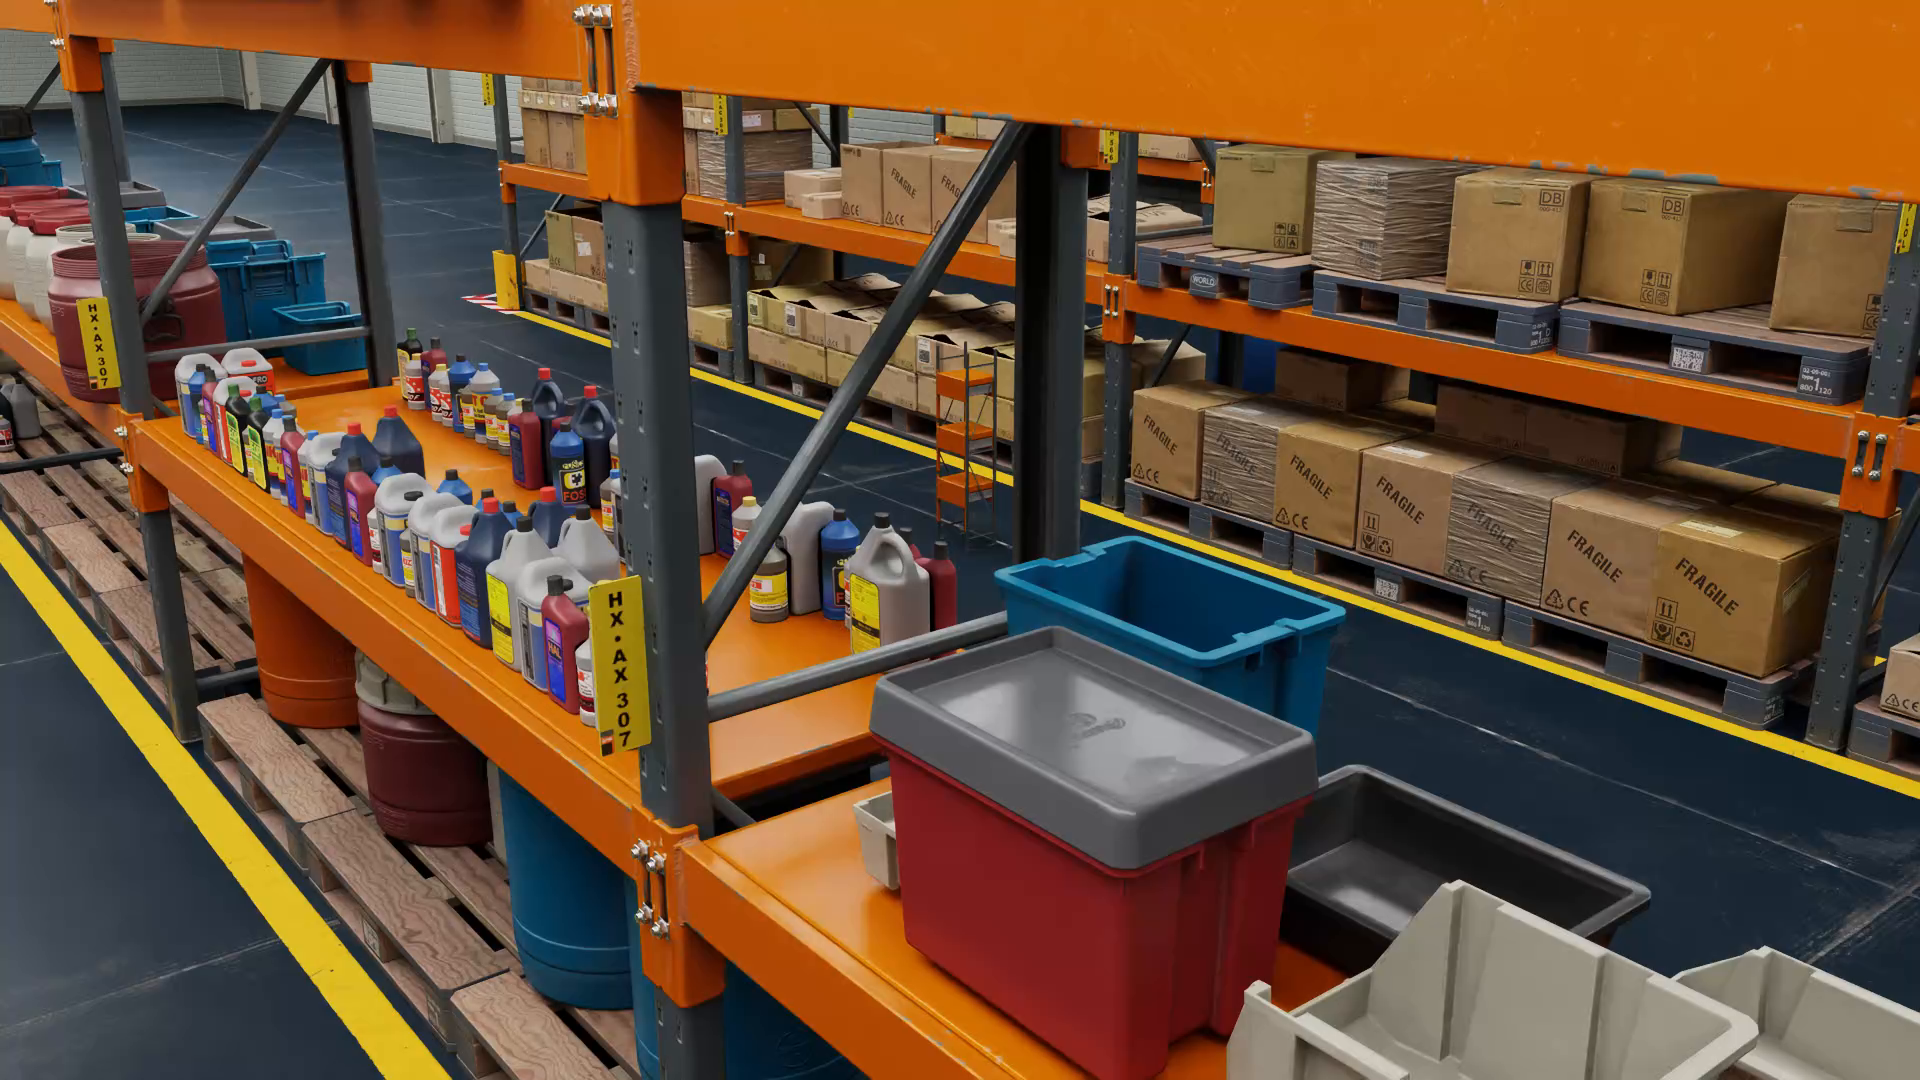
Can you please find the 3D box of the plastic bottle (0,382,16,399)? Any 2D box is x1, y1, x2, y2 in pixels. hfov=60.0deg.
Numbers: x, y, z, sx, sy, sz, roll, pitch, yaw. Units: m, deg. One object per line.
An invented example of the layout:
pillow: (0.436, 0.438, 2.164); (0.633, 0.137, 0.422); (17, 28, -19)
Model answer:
plastic bottle: (-5.785, -0.821, 10.204); (0.152, 0.276, 0.135); (-14, 23, -36)

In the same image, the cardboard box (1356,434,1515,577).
cardboard box: (2.252, -0.175, 7.896); (0.500, 0.500, 0.500); (-15, 23, -38)

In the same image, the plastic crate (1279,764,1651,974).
plastic crate: (0.732, 0.576, 2.693); (0.437, 0.125, 0.590); (-14, 23, -36)

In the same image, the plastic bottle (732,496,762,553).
plastic bottle: (-0.561, -0.015, 4.453); (0.097, 0.201, 0.097); (0, 18, 0)

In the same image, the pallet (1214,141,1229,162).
pallet: (2.986, -3.346, 14.502); (1.003, 0.211, 1.213); (-14, 23, -36)

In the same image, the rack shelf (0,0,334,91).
rack shelf: (-3.899, -2.310, 7.440); (1.077, 0.370, 4.000); (-14, 23, -36)

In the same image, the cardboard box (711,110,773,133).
cardboard box: (-1.592, -3.067, 12.162); (0.380, 0.149, 0.250); (-14, 23, -36)

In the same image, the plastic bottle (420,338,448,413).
plastic bottle: (-1.928, -0.606, 6.107); (0.061, 0.283, 0.133); (-14, 23, -36)

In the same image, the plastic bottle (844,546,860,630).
plastic bottle: (-0.235, 0.114, 4.063); (0.097, 0.201, 0.097); (0, 18, 0)

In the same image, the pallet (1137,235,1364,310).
pallet: (1.704, -1.456, 8.794); (1.213, 0.211, 1.003); (-14, 23, -36)

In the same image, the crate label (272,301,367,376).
crate label: (-2.624, -0.832, 6.871); (0.303, 0.233, 0.416); (-14, 23, -36)

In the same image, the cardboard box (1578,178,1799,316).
cardboard box: (3.117, -1.279, 7.127); (0.700, 0.500, 0.500); (-10, 21, -28)

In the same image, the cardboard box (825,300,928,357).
cardboard box: (-0.565, -1.445, 11.267); (0.500, 0.311, 0.500); (-15, 23, -38)

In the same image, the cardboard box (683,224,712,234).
cardboard box: (-2.329, -2.256, 13.417); (0.500, 0.500, 0.500); (-14, 23, -36)

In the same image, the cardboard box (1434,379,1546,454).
cardboard box: (2.670, -0.630, 8.077); (0.500, 0.250, 0.500); (-15, 23, -37)

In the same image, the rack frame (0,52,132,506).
rack frame: (-5.140, -1.721, 9.287); (1.000, 3.000, 0.127); (-14, 23, -36)

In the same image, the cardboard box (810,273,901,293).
cardboard box: (-0.779, -1.803, 12.349); (0.500, 0.311, 0.500); (-14, 23, -36)

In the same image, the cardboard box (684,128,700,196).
cardboard box: (-1.868, -2.971, 12.903); (0.700, 0.500, 0.500); (-14, 23, -37)

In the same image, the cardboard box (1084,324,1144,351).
cardboard box: (0.801, -1.175, 10.454); (0.500, 0.311, 0.500); (-15, 23, -37)

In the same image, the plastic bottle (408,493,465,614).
plastic bottle: (-1.295, 0.028, 4.203); (0.152, 0.276, 0.135); (-14, 23, -36)

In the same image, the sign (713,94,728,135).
sign: (-1.689, -3.026, 11.727); (0.100, 0.325, 0.005); (-14, 23, -36)

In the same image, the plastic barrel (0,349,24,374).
plastic barrel: (-6.844, -1.454, 11.771); (0.421, 0.512, 0.421); (0, 18, 0)

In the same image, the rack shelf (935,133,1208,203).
rack shelf: (1.384, -3.805, 16.727); (1.077, 0.370, 4.000); (-14, 23, -36)

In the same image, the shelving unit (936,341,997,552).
shelving unit: (0.033, -0.485, 8.658); (0.215, 1.050, 0.252); (-14, 23, -36)

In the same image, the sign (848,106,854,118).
sign: (-0.836, -3.307, 12.361); (0.100, 0.325, 0.005); (-14, 23, -36)

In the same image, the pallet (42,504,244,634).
pallet: (-3.861, 0.090, 8.255); (1.003, 0.211, 1.213); (-14, 23, -36)

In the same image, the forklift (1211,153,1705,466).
forklift: (3.007, -1.907, 9.958); (1.130, 2.935, 3.031); (-15, 23, -38)

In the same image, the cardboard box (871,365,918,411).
cardboard box: (-0.244, -1.054, 10.979); (0.500, 0.250, 0.500); (-13, 23, -35)

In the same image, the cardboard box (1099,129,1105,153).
cardboard box: (1.467, -3.895, 16.061); (0.500, 0.250, 0.500); (-14, 23, -36)

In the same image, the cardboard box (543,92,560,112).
cardboard box: (-3.344, -3.762, 14.262); (0.380, 0.149, 0.250); (-14, 23, -36)

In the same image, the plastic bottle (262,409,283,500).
plastic bottle: (-2.078, -0.266, 5.100); (0.097, 0.271, 0.097); (0, 18, 0)

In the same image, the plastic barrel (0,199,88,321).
plastic barrel: (-4.263, -1.326, 7.878); (0.433, 0.535, 0.433); (0, 18, 0)

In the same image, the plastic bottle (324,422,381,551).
plastic bottle: (-1.684, -0.160, 4.652); (0.144, 0.351, 0.185); (-14, 23, -36)

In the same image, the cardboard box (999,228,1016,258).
cardboard box: (0.453, -1.749, 9.773); (0.380, 0.149, 0.250); (-14, 23, -36)

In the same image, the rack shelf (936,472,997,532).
rack shelf: (0.033, -0.211, 8.748); (0.215, 0.259, 0.240); (-14, 23, -36)

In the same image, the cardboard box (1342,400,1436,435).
cardboard box: (2.314, -0.411, 8.608); (0.500, 0.500, 0.500); (-15, 24, -38)

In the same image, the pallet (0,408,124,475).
pallet: (-5.525, -0.570, 10.249); (1.003, 0.211, 1.213); (-14, 23, -36)

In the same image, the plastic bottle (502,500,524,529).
plastic bottle: (-1.125, 0.035, 4.191); (0.097, 0.271, 0.097); (0, 18, 0)

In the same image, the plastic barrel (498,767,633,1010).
plastic barrel: (-0.937, 0.736, 4.539); (0.600, 0.901, 0.708); (-14, 23, -36)

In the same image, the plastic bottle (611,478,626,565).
plastic bottle: (-0.856, -0.077, 4.521); (0.152, 0.276, 0.135); (-14, 23, -36)

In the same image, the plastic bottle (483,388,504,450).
plastic bottle: (-1.568, -0.415, 5.661); (0.097, 0.201, 0.097); (0, 18, 0)

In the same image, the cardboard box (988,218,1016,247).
cardboard box: (0.393, -1.885, 10.182); (0.380, 0.149, 0.250); (-12, 22, -32)

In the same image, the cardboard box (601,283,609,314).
cardboard box: (-2.650, -2.021, 13.899); (0.500, 0.250, 0.500); (-14, 23, -36)

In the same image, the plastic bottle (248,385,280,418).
plastic bottle: (-2.256, -0.368, 5.407); (0.097, 0.271, 0.097); (0, 18, 0)

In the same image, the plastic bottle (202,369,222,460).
plastic bottle: (-2.473, -0.420, 5.544); (0.061, 0.283, 0.133); (-14, 23, -36)

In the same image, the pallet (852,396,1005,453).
pallet: (-0.005, -0.888, 11.208); (1.003, 0.211, 1.213); (-14, 23, -36)

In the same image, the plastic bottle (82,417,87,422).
plastic bottle: (-5.429, -0.924, 10.394); (0.144, 0.351, 0.185); (-14, 23, -36)

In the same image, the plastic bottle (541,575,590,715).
plastic bottle: (-0.851, 0.224, 3.600); (0.061, 0.283, 0.133); (-14, 23, -36)

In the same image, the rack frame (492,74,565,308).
rack frame: (-3.739, -3.672, 15.180); (1.000, 3.000, 0.127); (-14, 23, -36)

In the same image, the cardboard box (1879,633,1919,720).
cardboard box: (3.803, 0.498, 6.164); (0.500, 0.311, 0.500); (-14, 23, -36)

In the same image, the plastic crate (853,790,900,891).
plastic crate: (0.004, 0.490, 2.935); (0.396, 0.136, 0.243); (-14, 23, -36)

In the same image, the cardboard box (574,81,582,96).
cardboard box: (-2.782, -3.952, 13.803); (0.700, 0.500, 0.500); (-14, 23, -36)

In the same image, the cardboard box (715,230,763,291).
cardboard box: (-1.614, -2.233, 13.349); (0.500, 0.500, 0.500); (-14, 23, -36)

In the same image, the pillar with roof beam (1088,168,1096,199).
pillar with roof beam: (-2.120, -6.644, 14.611); (9.100, 9.000, 0.400); (-14, 23, -36)

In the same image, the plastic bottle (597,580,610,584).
plastic bottle: (-0.812, 0.192, 3.827); (0.097, 0.201, 0.097); (0, 18, 0)
